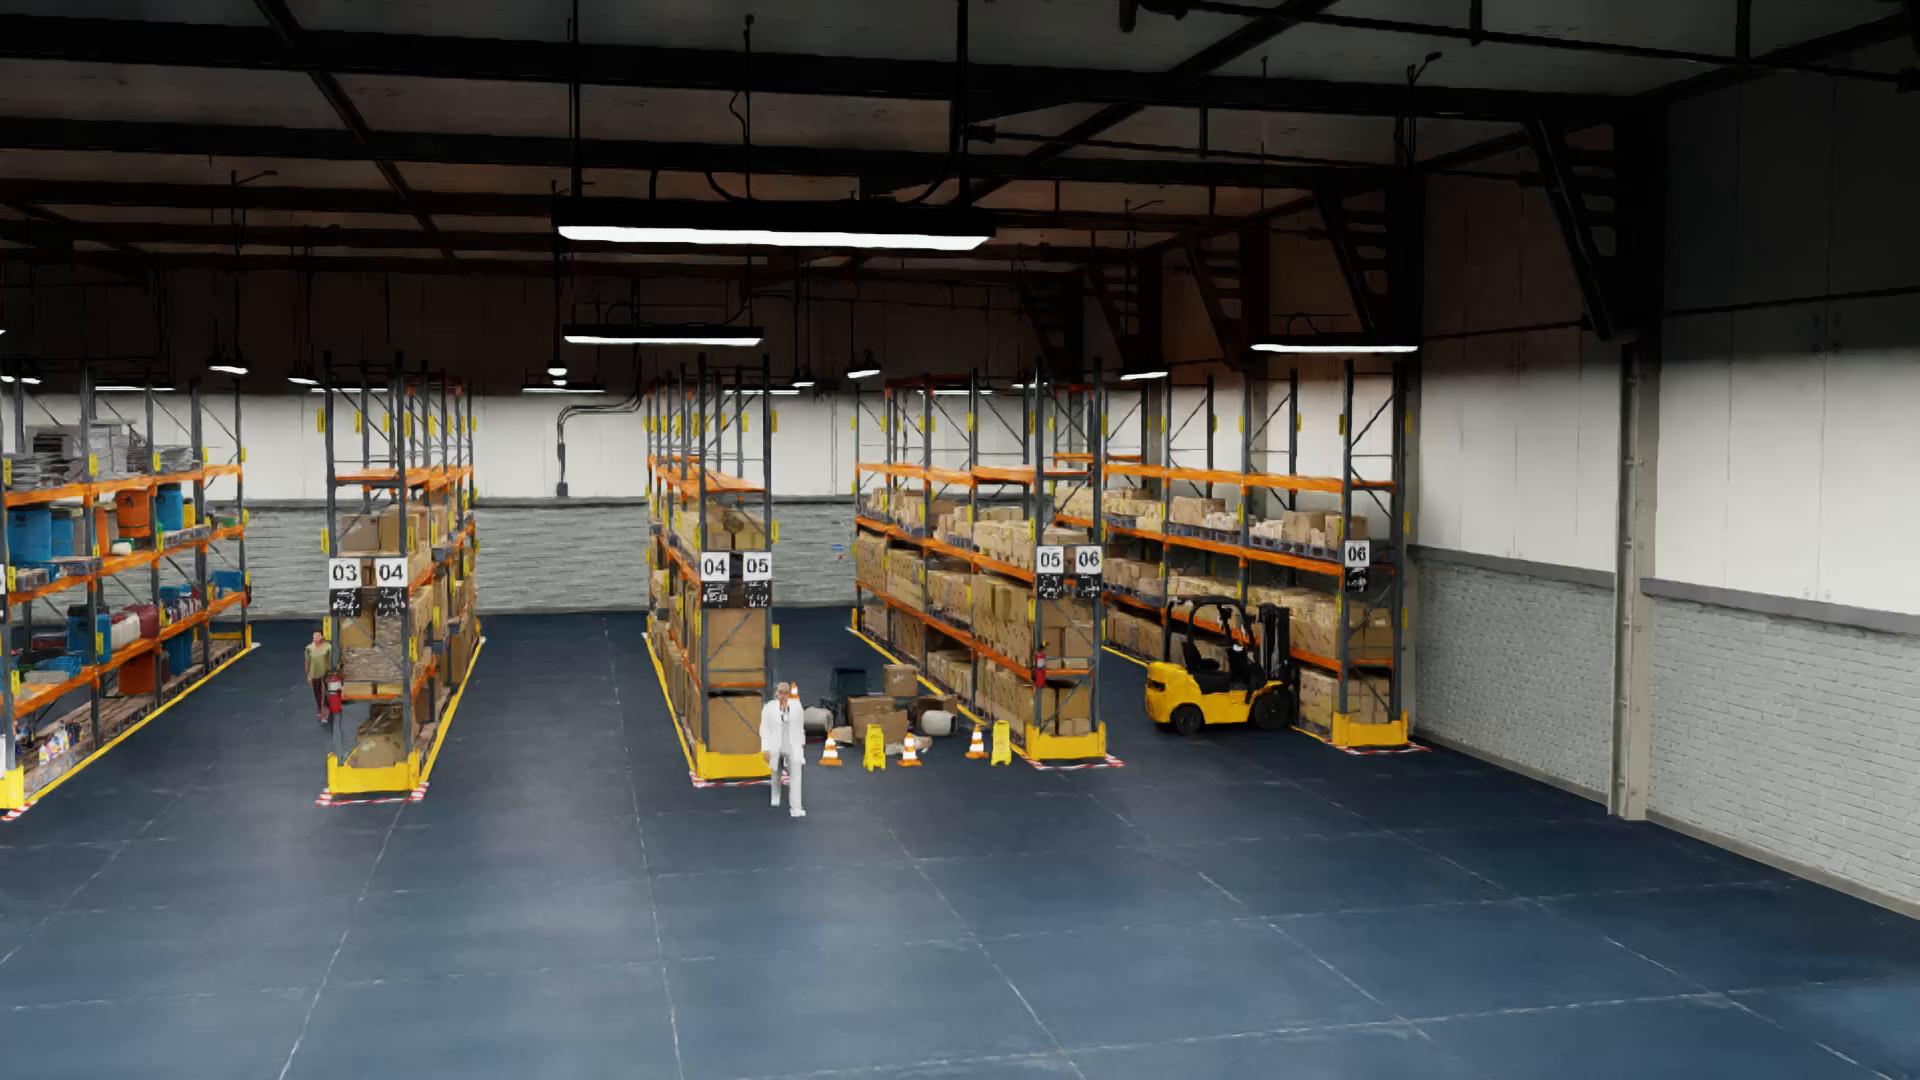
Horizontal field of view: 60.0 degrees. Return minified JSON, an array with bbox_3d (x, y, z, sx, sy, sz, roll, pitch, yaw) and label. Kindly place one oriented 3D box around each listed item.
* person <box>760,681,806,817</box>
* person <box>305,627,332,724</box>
[{"bbox_3d":[-2.264,2.651,21.327,0.598,1.698,1.194,-1,4,-11],"label":"person"},{"bbox_3d":[-10.742,2.253,27.863,0.448,1.590,1.110,-1,4,-11],"label":"person"}]
